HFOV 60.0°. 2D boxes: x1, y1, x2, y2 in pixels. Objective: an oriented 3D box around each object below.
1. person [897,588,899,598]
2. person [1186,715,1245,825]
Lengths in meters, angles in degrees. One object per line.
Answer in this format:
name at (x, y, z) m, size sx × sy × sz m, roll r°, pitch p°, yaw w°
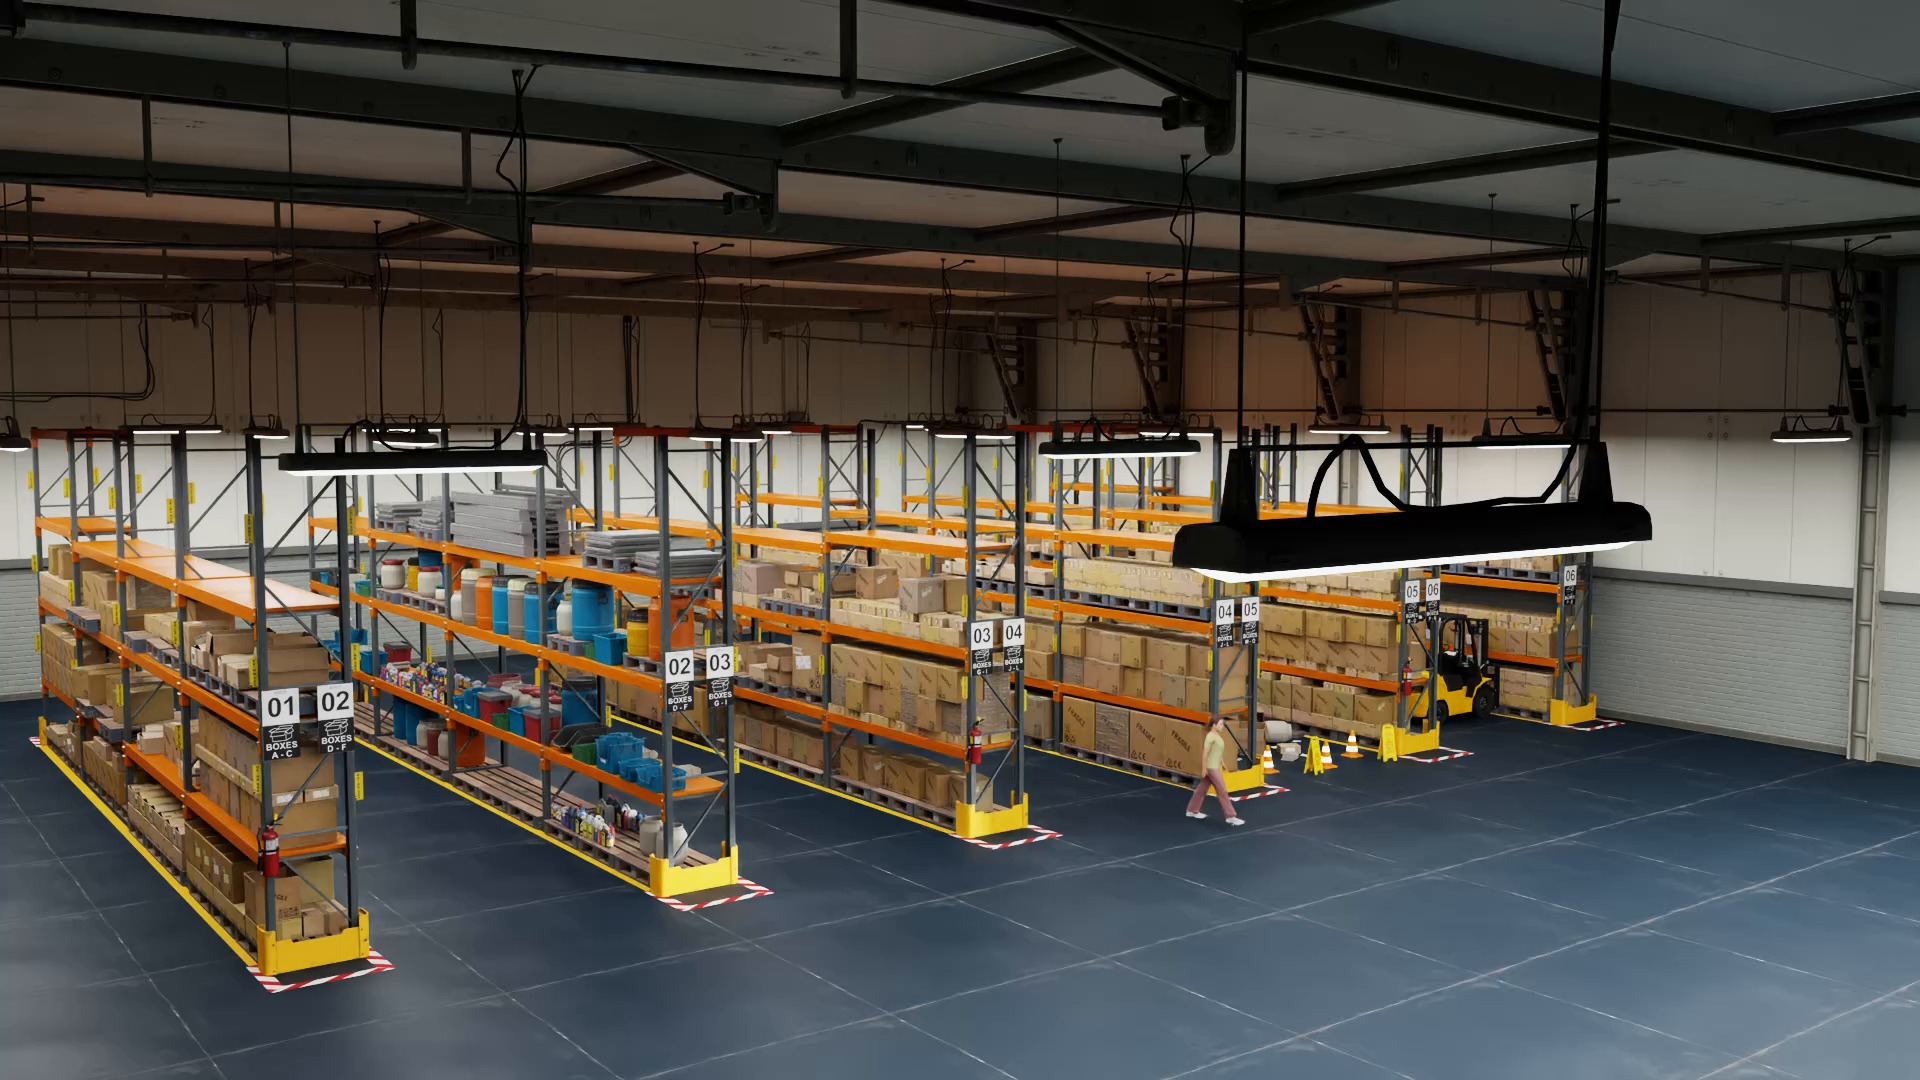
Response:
person at (-1.594, 2.048, 44.562) m, size 0.916 × 1.551 × 0.416 m, roll -4°, pitch 6°, yaw -44°
person at (3.926, 3.489, 25.493) m, size 0.928 × 1.624 × 0.491 m, roll 1°, pitch 5°, yaw 15°
